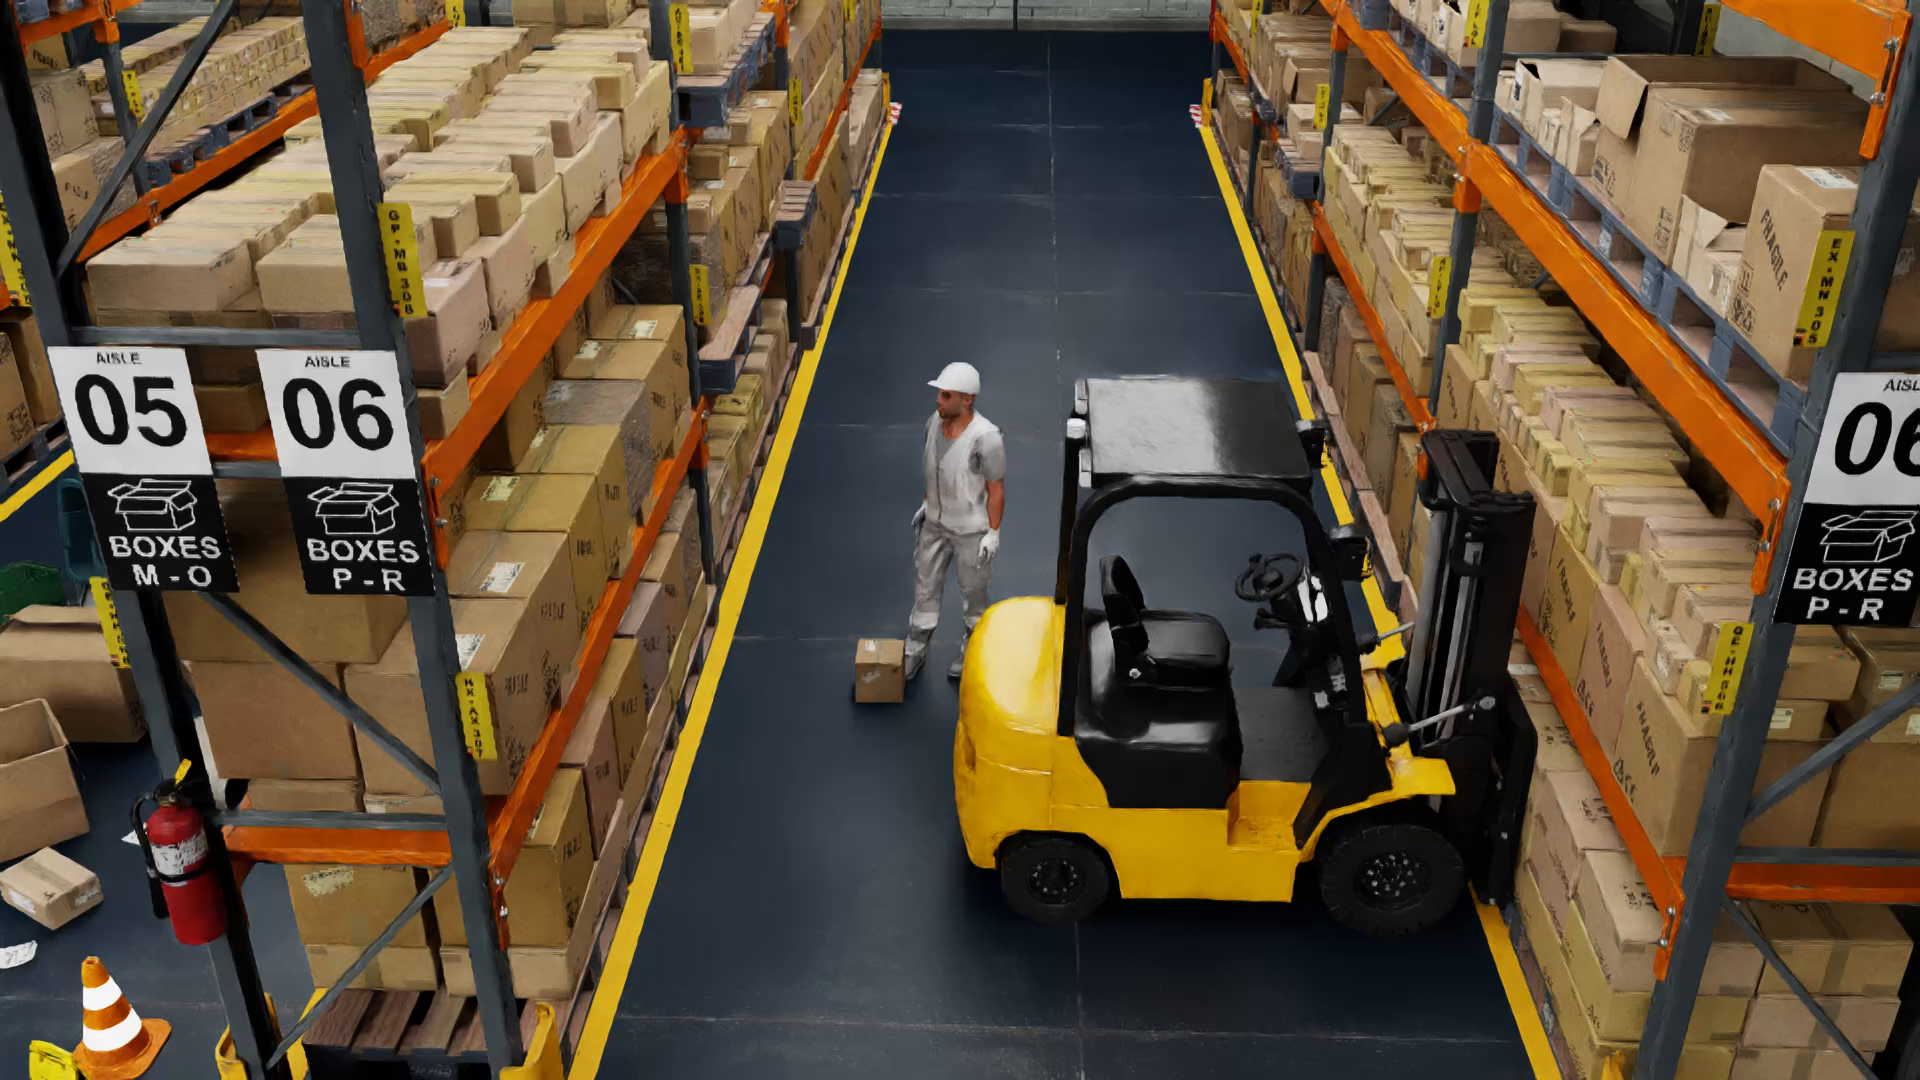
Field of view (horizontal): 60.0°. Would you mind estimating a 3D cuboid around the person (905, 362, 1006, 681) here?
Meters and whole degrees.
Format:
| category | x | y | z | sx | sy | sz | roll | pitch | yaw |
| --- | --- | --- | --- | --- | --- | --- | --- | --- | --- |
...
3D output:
| category | x | y | z | sx | sy | sz | roll | pitch | yaw |
| --- | --- | --- | --- | --- | --- | --- | --- | --- | --- |
| person | -0.080 | -0.059 | 8.682 | 0.547 | 1.794 | 0.564 | 24 | 36 | 38 |
